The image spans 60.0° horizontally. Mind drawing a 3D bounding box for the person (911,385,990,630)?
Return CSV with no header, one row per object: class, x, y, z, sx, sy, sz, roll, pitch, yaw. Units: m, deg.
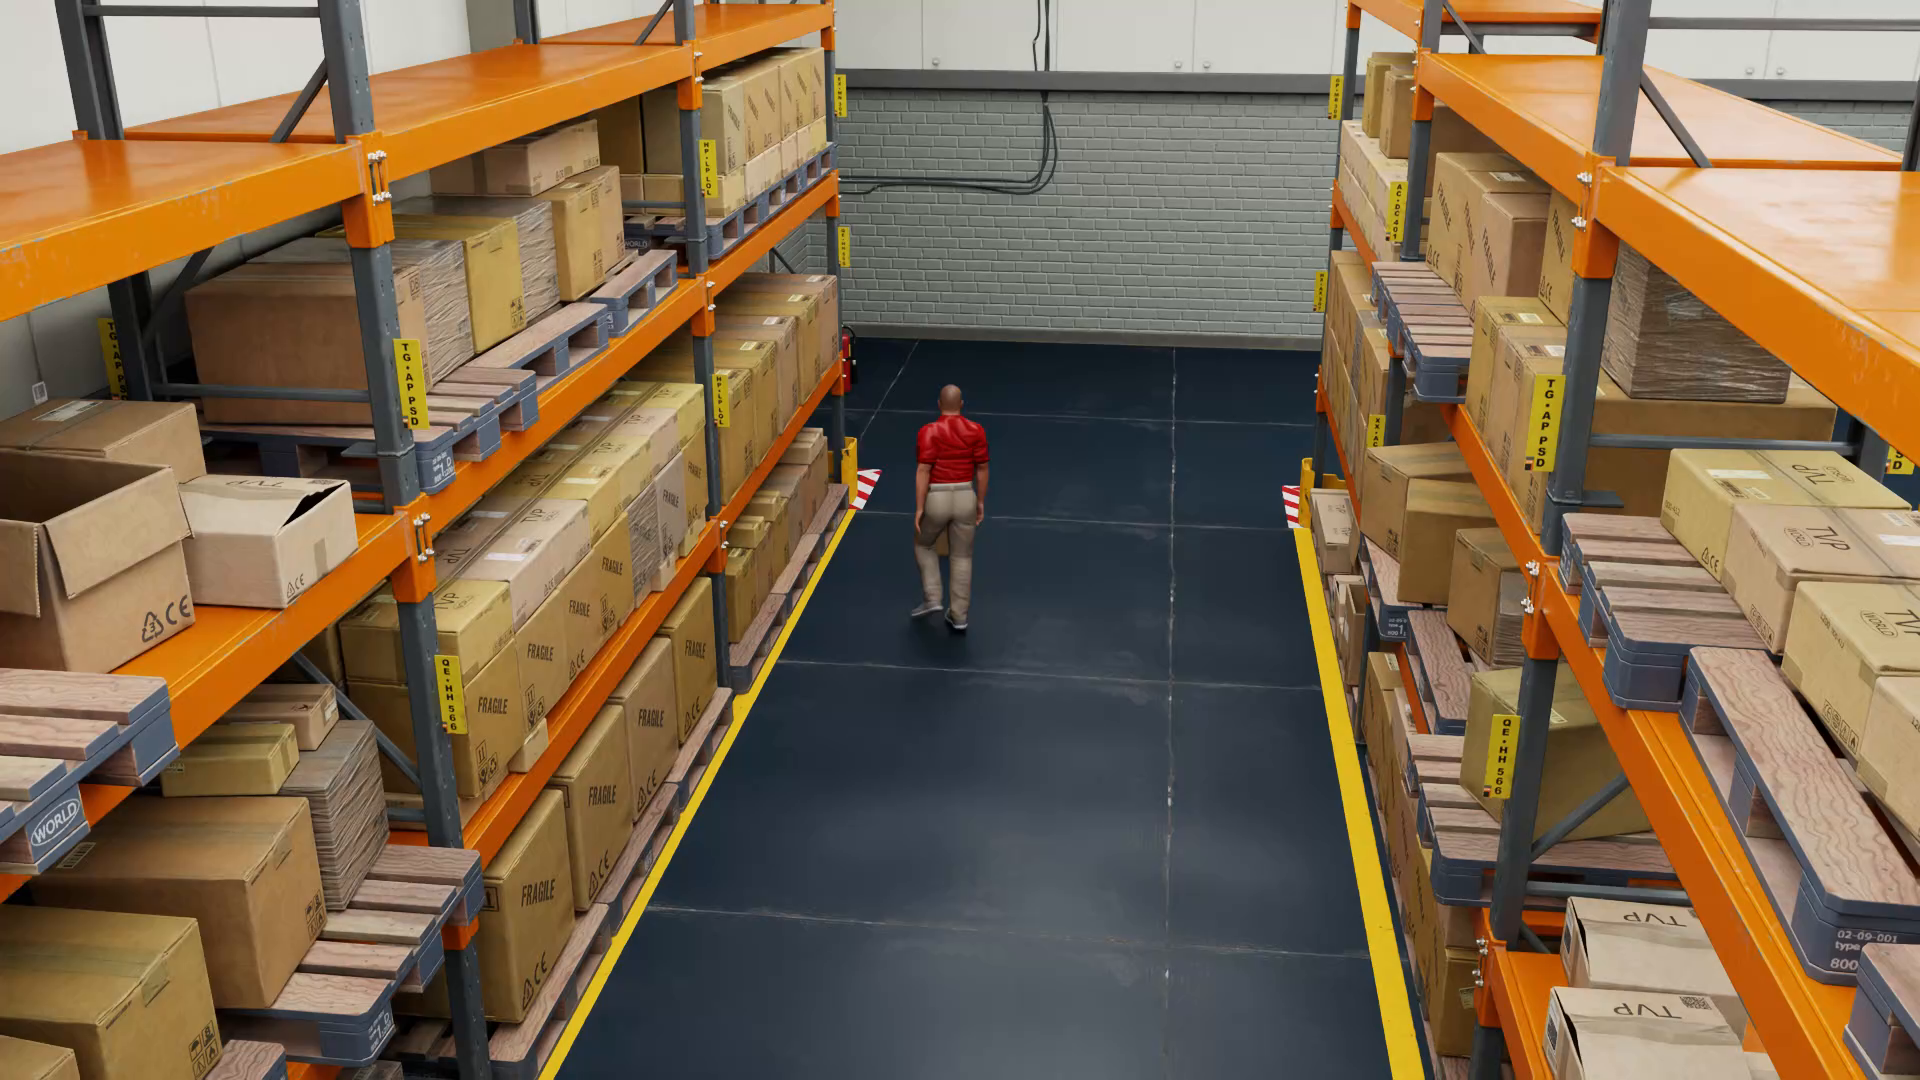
person,-0.064,-0.222,11.683,0.570,1.739,0.528,-5,22,-13
